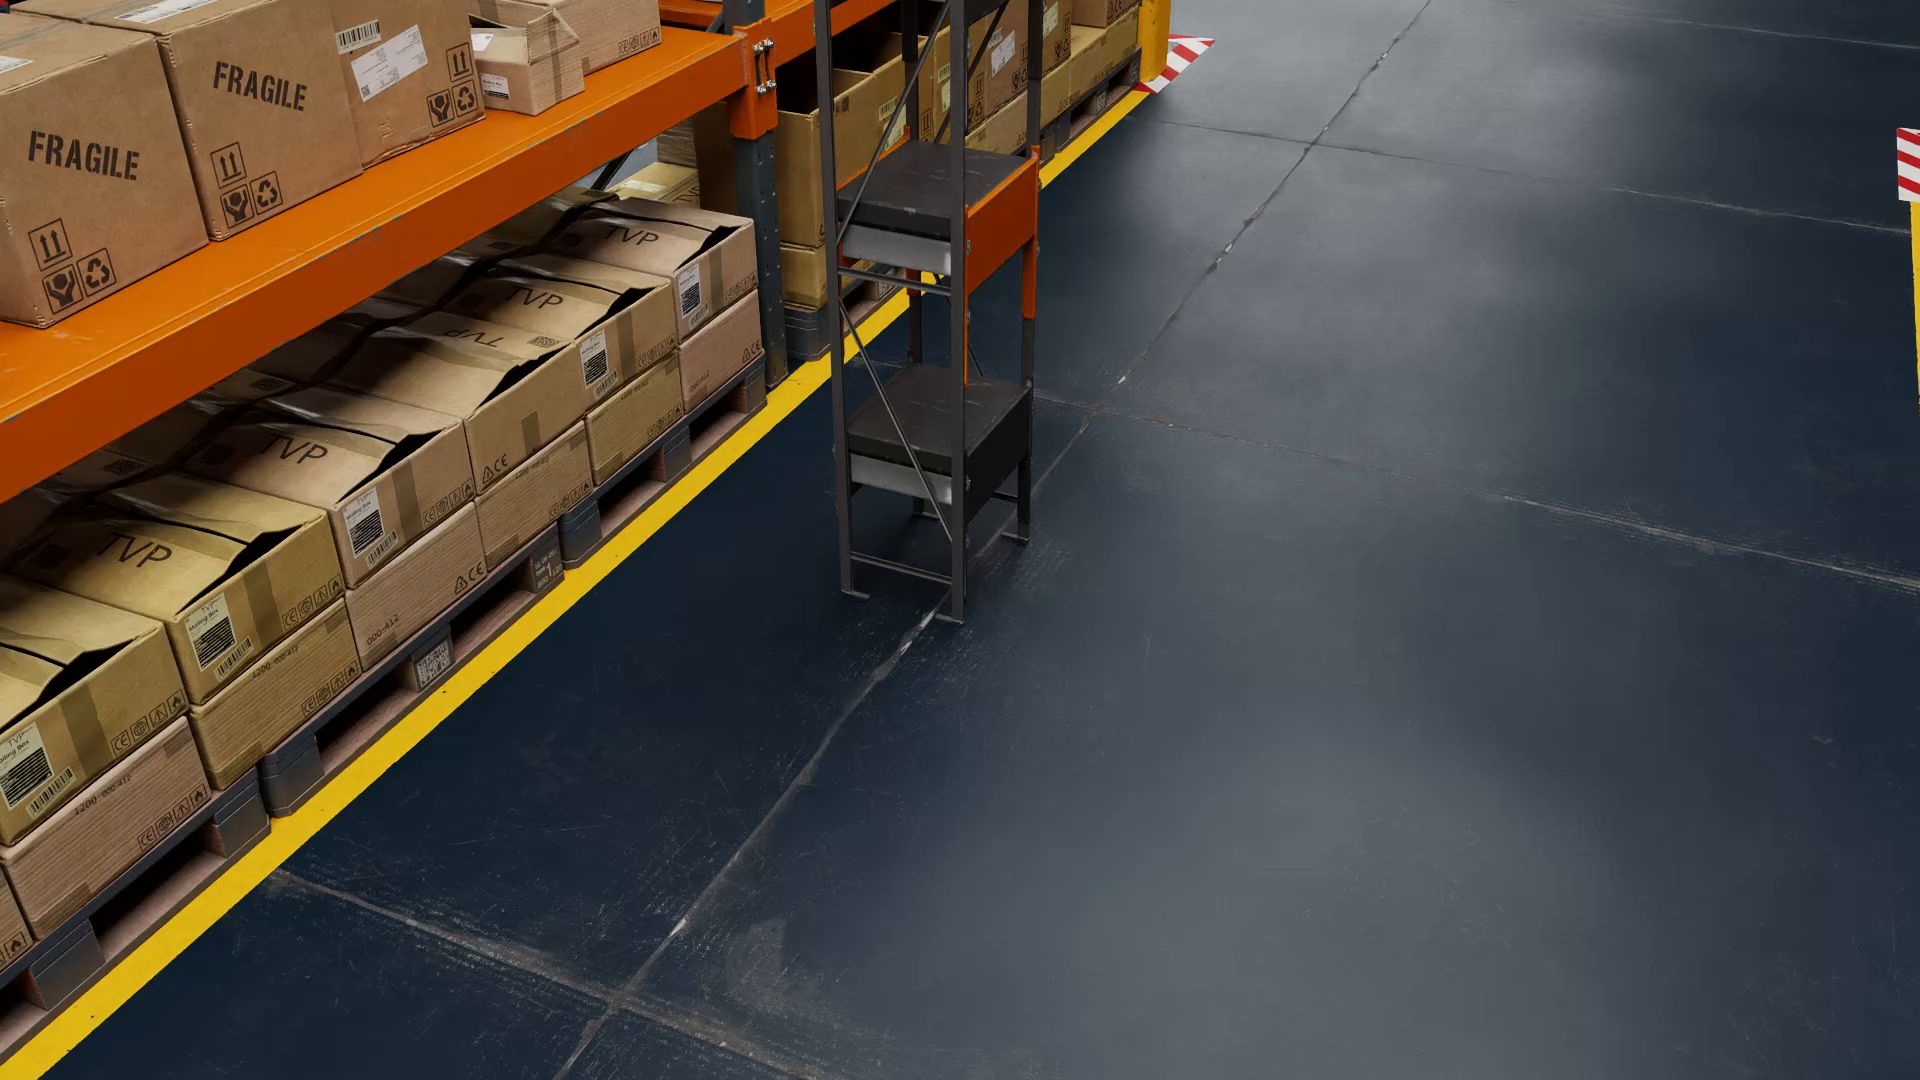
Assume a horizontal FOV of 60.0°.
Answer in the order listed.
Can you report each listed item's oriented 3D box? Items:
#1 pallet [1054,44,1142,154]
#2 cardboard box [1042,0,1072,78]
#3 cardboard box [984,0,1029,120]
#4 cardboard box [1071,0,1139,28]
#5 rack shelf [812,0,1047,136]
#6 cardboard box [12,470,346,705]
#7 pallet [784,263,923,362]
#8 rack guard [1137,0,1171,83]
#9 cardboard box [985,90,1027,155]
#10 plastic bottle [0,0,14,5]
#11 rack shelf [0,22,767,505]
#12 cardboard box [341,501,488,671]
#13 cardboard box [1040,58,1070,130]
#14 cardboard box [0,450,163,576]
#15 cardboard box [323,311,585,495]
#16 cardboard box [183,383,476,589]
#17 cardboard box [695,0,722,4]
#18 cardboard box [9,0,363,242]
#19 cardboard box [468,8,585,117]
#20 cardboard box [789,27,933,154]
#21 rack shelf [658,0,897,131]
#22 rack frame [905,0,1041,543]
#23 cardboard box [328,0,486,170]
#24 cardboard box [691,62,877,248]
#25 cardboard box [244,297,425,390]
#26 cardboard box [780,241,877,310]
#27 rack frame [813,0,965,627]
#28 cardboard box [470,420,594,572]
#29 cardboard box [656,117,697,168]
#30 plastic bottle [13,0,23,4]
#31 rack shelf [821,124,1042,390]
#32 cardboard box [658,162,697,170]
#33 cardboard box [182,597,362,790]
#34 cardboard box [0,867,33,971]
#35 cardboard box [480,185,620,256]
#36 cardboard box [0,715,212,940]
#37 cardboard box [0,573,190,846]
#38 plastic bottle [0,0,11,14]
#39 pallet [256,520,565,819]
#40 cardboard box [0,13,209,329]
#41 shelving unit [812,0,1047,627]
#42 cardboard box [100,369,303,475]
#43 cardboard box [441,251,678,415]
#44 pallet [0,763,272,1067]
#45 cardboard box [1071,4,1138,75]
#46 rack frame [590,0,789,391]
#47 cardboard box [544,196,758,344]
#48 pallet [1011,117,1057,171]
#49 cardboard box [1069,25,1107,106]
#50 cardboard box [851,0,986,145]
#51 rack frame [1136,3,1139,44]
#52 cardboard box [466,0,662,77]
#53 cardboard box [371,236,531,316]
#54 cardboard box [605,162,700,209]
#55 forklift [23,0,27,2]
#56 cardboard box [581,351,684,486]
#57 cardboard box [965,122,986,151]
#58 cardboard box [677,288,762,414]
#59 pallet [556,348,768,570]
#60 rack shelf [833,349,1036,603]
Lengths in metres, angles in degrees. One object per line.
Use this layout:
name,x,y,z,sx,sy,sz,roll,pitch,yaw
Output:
pallet,0.276,-2.381,8.689,1.003,0.211,1.213,14,36,20
cardboard box,0.199,-2.440,7.677,0.500,0.500,0.500,14,36,20
cardboard box,-0.011,-2.192,7.298,0.500,0.500,0.500,14,36,20
cardboard box,0.604,-2.942,8.442,0.500,0.500,0.500,14,36,20
rack shelf,-0.069,-1.370,4.172,0.431,0.518,0.480,14,36,20
cardboard box,-1.875,0.076,4.012,0.500,0.311,0.500,13,35,19
pallet,-0.745,-1.166,6.836,1.003,0.211,1.213,14,36,20
rack guard,0.568,-2.905,9.224,1.175,0.500,0.348,14,36,20
cardboard box,-0.014,-1.879,7.505,0.500,0.250,0.500,14,36,20
plastic bottle,-5.251,-2.966,9.125,0.097,0.271,0.097,0,33,0
rack shelf,-1.952,-0.649,4.160,1.077,0.370,4.000,14,36,20
cardboard box,-1.667,0.061,4.546,0.500,0.250,0.500,15,36,21
cardboard box,0.196,-2.128,7.884,0.500,0.250,0.500,14,36,20
cardboard box,-2.368,-0.042,4.192,0.500,0.311,0.500,14,36,20
cardboard box,-1.447,-0.430,4.783,0.500,0.311,0.500,14,36,20
cardboard box,-1.661,-0.180,4.403,0.500,0.311,0.500,14,36,20
cardboard box,-0.935,-2.210,5.794,0.700,0.500,0.500,13,36,19
cardboard box,-1.881,-1.097,4.096,0.500,0.500,0.500,14,36,21
cardboard box,-1.316,-1.409,4.787,0.396,0.266,0.258,13,36,19
cardboard box,-0.435,-1.695,6.540,0.500,0.500,0.500,14,36,20
rack shelf,-0.279,-2.641,7.198,1.077,0.370,4.000,14,36,20
rack frame,0.033,-0.917,4.734,0.400,2.100,0.015,14,36,20
cardboard box,-1.672,-1.346,4.477,0.500,0.500,0.500,17,37,24
cardboard box,-0.637,-1.444,6.158,0.500,0.500,0.500,14,36,20
cardboard box,-1.944,-0.551,4.968,0.500,0.311,0.500,13,35,19
cardboard box,-0.646,-1.133,6.367,0.500,0.250,0.500,14,36,20
rack frame,-0.171,-0.674,4.363,0.400,2.100,0.015,14,36,20
cardboard box,-1.452,-0.192,4.932,0.500,0.250,0.500,15,36,22
cardboard box,-0.900,-1.813,6.719,0.500,0.500,0.500,14,36,20
plastic bottle,-5.208,-2.989,9.223,0.097,0.201,0.097,0,33,0
rack shelf,-0.069,-0.784,4.556,0.431,0.518,0.480,14,36,20
cardboard box,-0.902,-1.499,6.926,0.500,0.250,0.500,14,36,20
cardboard box,-1.881,0.316,4.157,0.500,0.250,0.500,13,36,19
cardboard box,-2.303,0.827,3.377,0.500,0.250,0.500,14,36,20
cardboard box,-1.514,-1.057,5.740,0.500,0.311,0.500,14,36,21
cardboard box,-2.093,0.577,3.760,0.500,0.250,0.500,13,35,19
cardboard box,-2.091,0.329,3.626,0.500,0.311,0.500,13,36,19
plastic bottle,-4.819,-2.561,8.435,0.144,0.351,0.185,13,35,18
pallet,-1.897,0.206,4.743,1.003,0.211,1.213,14,36,20
cardboard box,-2.102,-0.835,3.696,0.500,0.500,0.500,12,35,18
shelving unit,-0.069,-0.796,4.549,0.431,2.100,0.503,14,36,20
cardboard box,-2.156,-0.291,4.572,0.500,0.311,0.500,15,36,22
cardboard box,-1.236,-0.678,5.162,0.500,0.311,0.500,15,36,22
pallet,-2.409,0.812,3.820,1.003,0.211,1.213,14,36,20
cardboard box,0.602,-2.629,8.648,0.500,0.250,0.500,14,36,20
rack frame,-1.115,-1.946,5.482,1.000,3.000,0.127,14,36,20
cardboard box,-1.024,-0.939,5.559,0.500,0.311,0.500,14,36,20
pallet,-0.235,-1.776,7.766,1.003,0.211,1.213,14,36,20
cardboard box,0.404,-2.377,8.264,0.500,0.250,0.500,14,36,20
cardboard box,-0.219,-1.942,6.917,0.500,0.500,0.500,14,36,20
rack frame,0.558,-3.938,8.520,1.000,3.000,0.127,14,36,20
cardboard box,-1.282,-1.628,5.134,0.500,0.250,0.500,17,37,23
cardboard box,-1.729,-0.809,5.362,0.500,0.311,0.500,14,36,20
cardboard box,-1.120,-1.253,6.549,0.500,0.250,0.500,14,36,20
forklift,-3.267,-2.133,5.830,1.130,2.935,3.031,19,38,27
cardboard box,-1.239,-0.447,5.321,0.500,0.250,0.500,14,36,20
cardboard box,-0.218,-1.629,7.123,0.500,0.250,0.500,14,36,20
cardboard box,-1.025,-0.698,5.704,0.500,0.250,0.500,14,36,20
pallet,-1.388,-0.404,5.673,1.003,0.211,1.213,14,36,20
rack shelf,-0.069,-0.199,4.940,0.431,0.518,0.480,14,36,20
